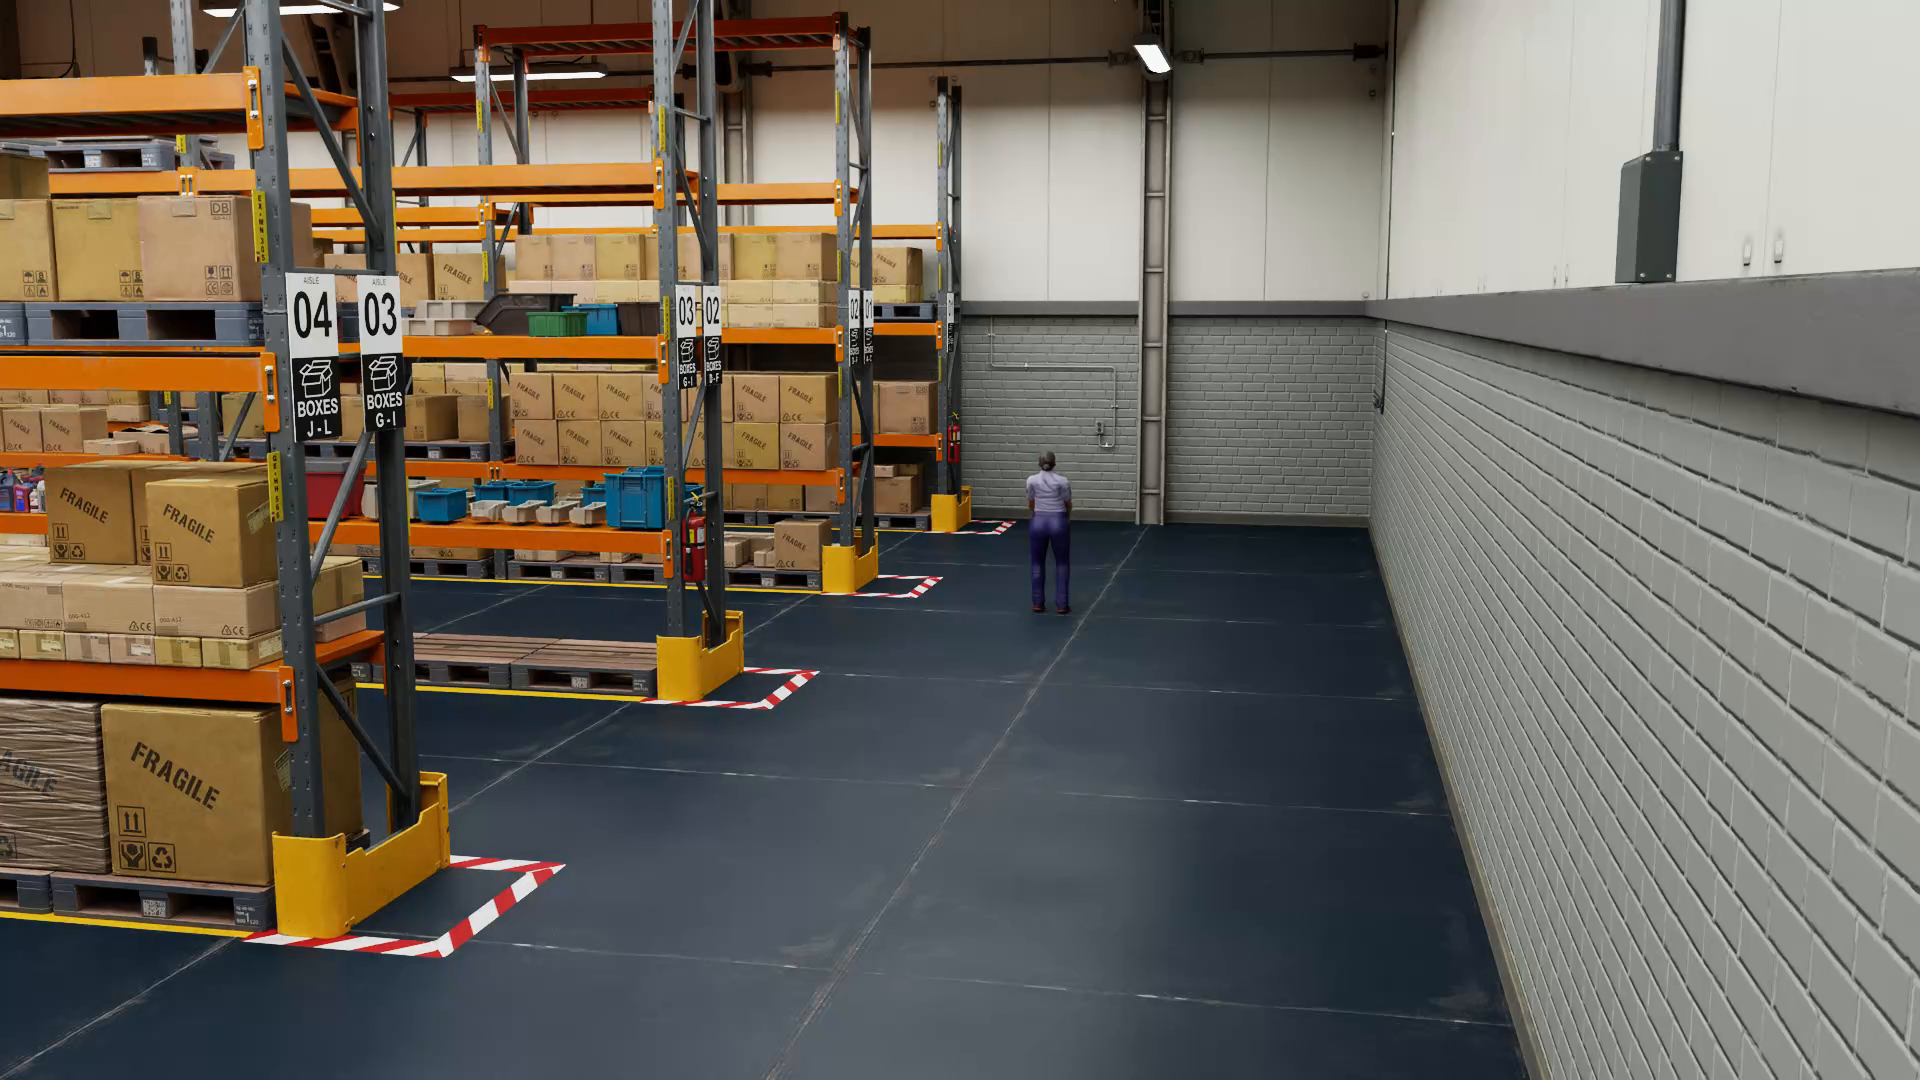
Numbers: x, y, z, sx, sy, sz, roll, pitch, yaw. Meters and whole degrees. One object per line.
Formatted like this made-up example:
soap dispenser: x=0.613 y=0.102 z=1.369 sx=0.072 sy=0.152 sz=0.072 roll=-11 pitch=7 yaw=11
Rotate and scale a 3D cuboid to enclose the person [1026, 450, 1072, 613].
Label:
person: x=0.900 y=-0.102 z=16.629 sx=0.452 sy=1.634 sz=0.516 roll=2 pitch=8 yaw=11
